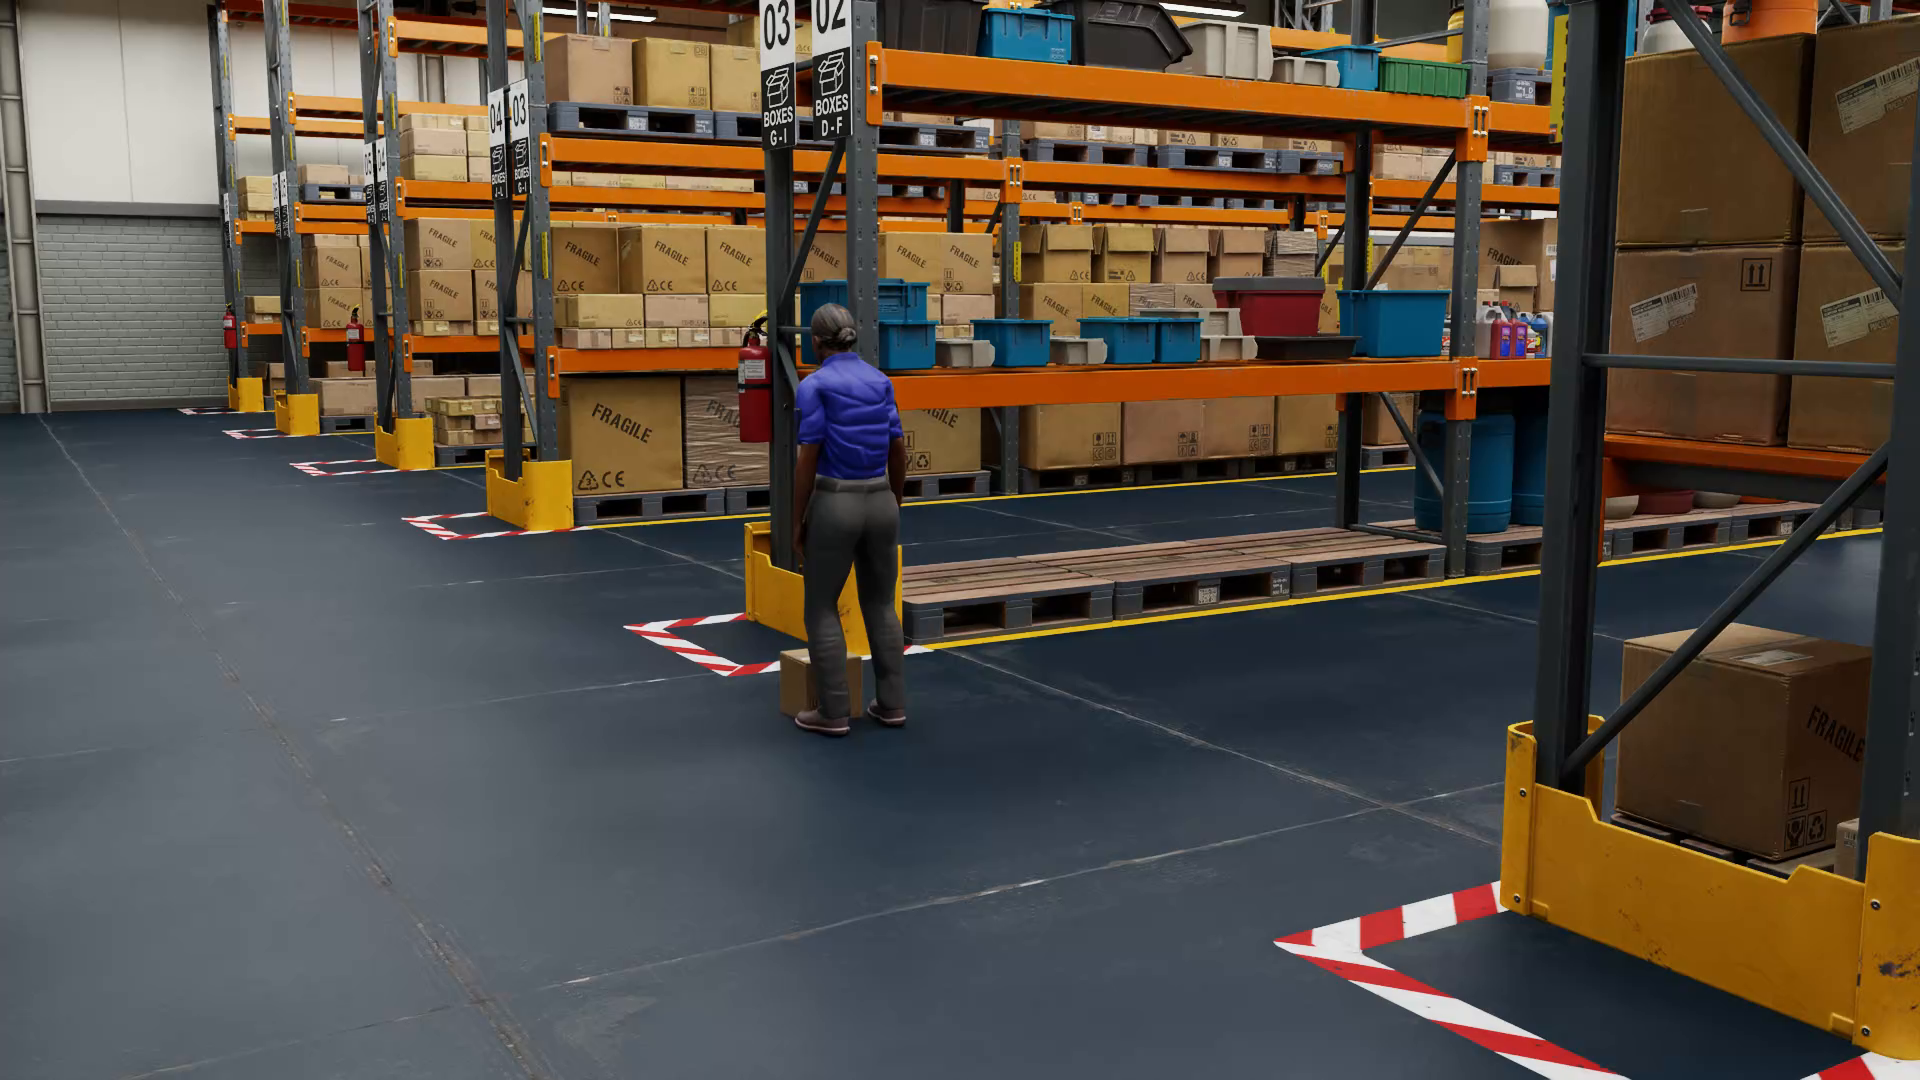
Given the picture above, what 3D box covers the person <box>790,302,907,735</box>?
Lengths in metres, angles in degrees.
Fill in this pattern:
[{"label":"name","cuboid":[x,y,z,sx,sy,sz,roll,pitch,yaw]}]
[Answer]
[{"label":"person","cuboid":[-0.427,-0.083,6.426,0.514,1.653,0.349,-5,10,-33]}]
